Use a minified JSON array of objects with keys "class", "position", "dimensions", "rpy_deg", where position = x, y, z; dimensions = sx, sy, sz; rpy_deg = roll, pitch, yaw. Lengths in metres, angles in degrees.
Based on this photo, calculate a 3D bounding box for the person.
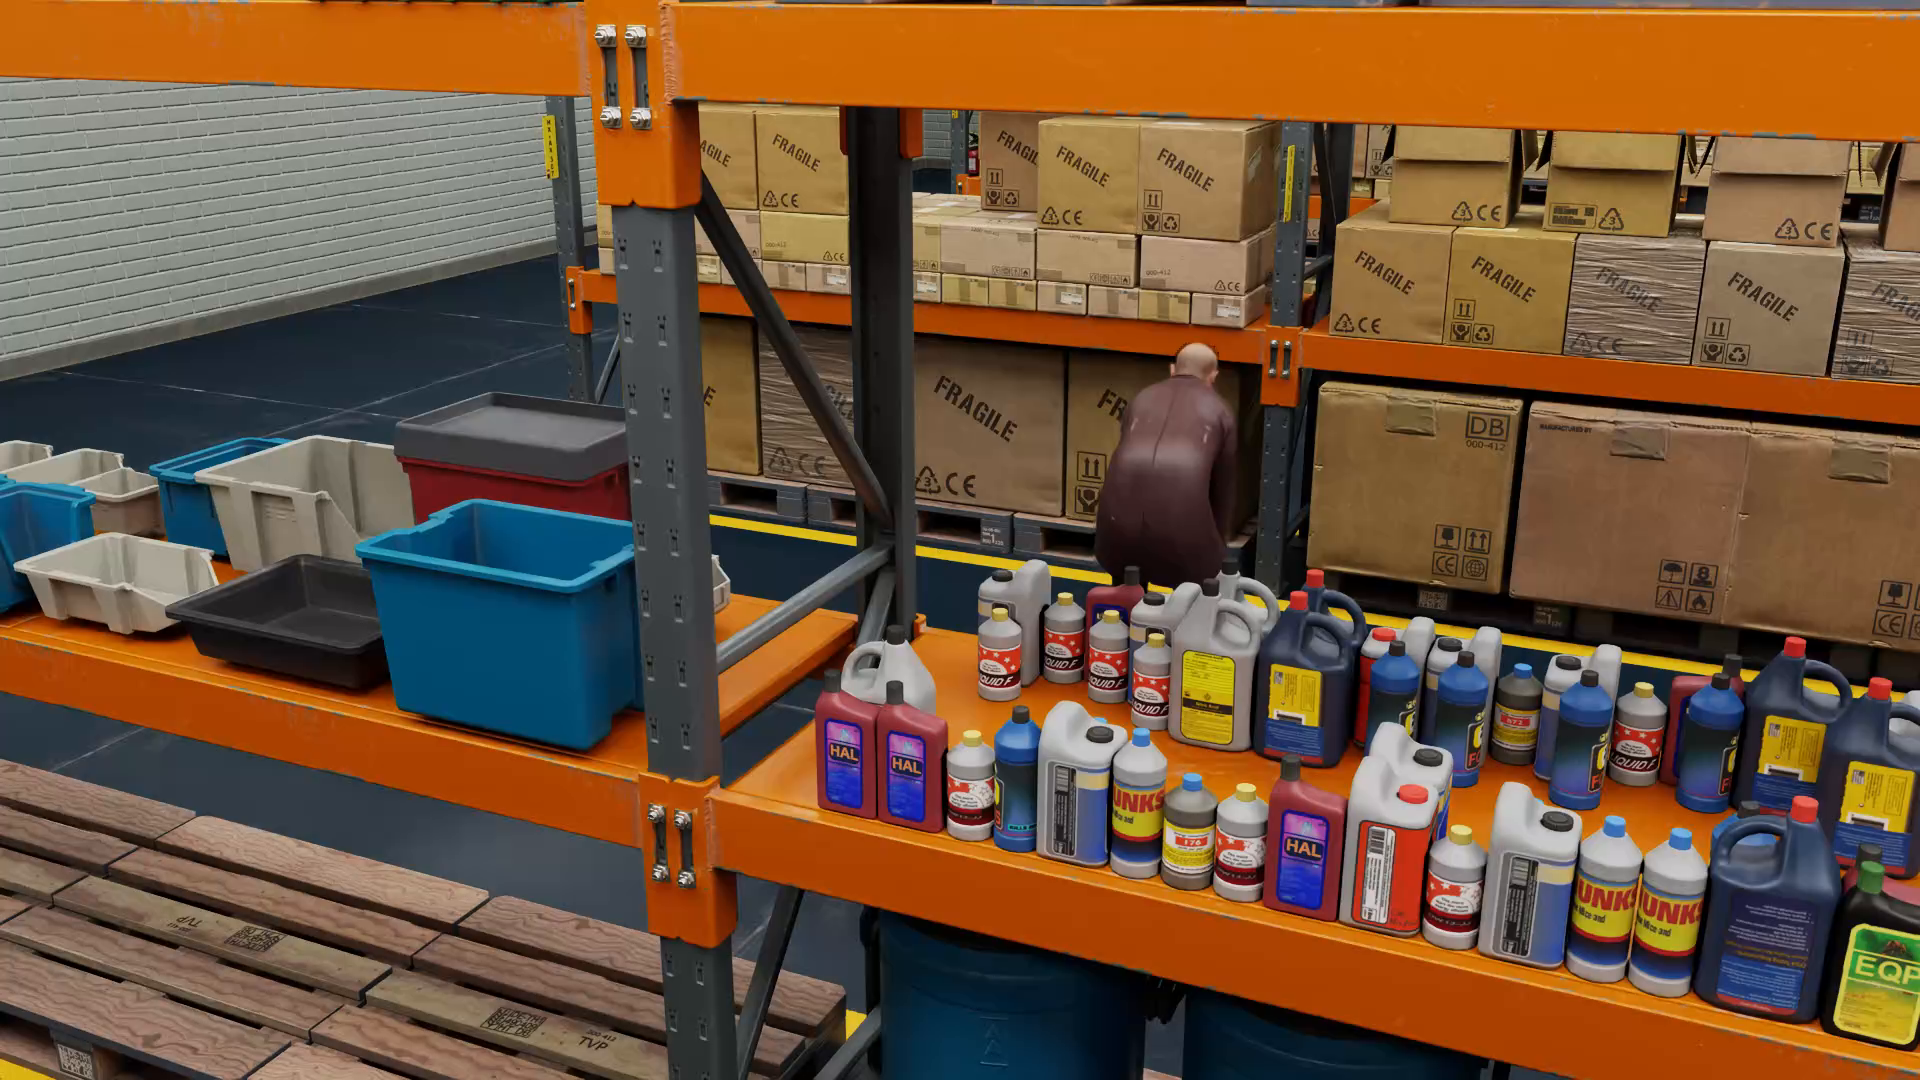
[{"class":"person","position":[0.854,-0.019,6.682],"dimensions":[0.541,1.435,0.859],"rpy_deg":[8,20,22]}]
